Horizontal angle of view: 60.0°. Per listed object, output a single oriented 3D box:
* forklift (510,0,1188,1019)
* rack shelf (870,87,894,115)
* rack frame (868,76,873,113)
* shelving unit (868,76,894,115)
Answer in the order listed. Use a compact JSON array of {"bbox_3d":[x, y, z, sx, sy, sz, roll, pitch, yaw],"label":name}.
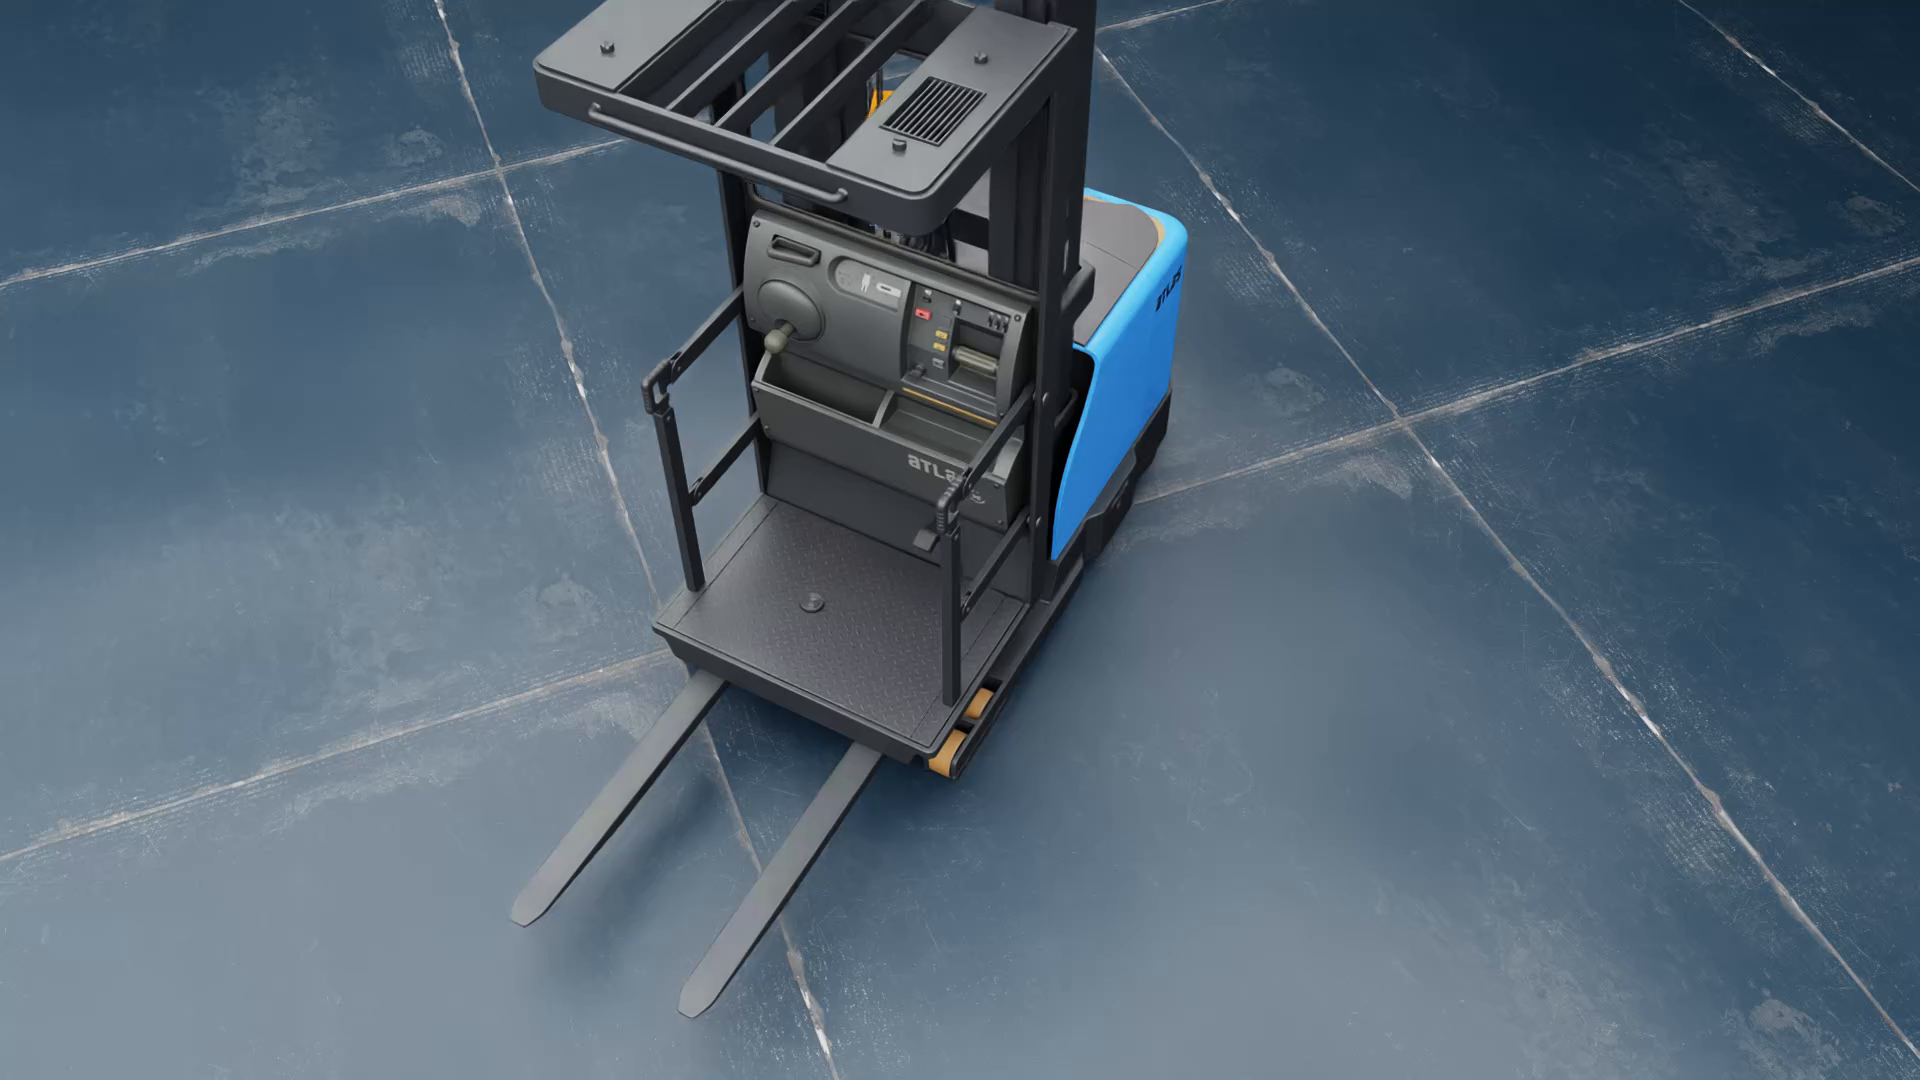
[{"bbox_3d":[-0.335,-0.563,4.801,1.130,2.935,3.031,22,53,18],"label":"forklift"},{"bbox_3d":[-0.103,-1.575,6.282,0.480,0.148,0.258,3,44,2],"label":"rack shelf"},{"bbox_3d":[-0.349,-1.304,6.565,0.015,1.200,0.240,3,44,2],"label":"rack frame"},{"bbox_3d":[-0.106,-1.293,6.556,0.503,1.200,0.258,3,44,2],"label":"shelving unit"}]
